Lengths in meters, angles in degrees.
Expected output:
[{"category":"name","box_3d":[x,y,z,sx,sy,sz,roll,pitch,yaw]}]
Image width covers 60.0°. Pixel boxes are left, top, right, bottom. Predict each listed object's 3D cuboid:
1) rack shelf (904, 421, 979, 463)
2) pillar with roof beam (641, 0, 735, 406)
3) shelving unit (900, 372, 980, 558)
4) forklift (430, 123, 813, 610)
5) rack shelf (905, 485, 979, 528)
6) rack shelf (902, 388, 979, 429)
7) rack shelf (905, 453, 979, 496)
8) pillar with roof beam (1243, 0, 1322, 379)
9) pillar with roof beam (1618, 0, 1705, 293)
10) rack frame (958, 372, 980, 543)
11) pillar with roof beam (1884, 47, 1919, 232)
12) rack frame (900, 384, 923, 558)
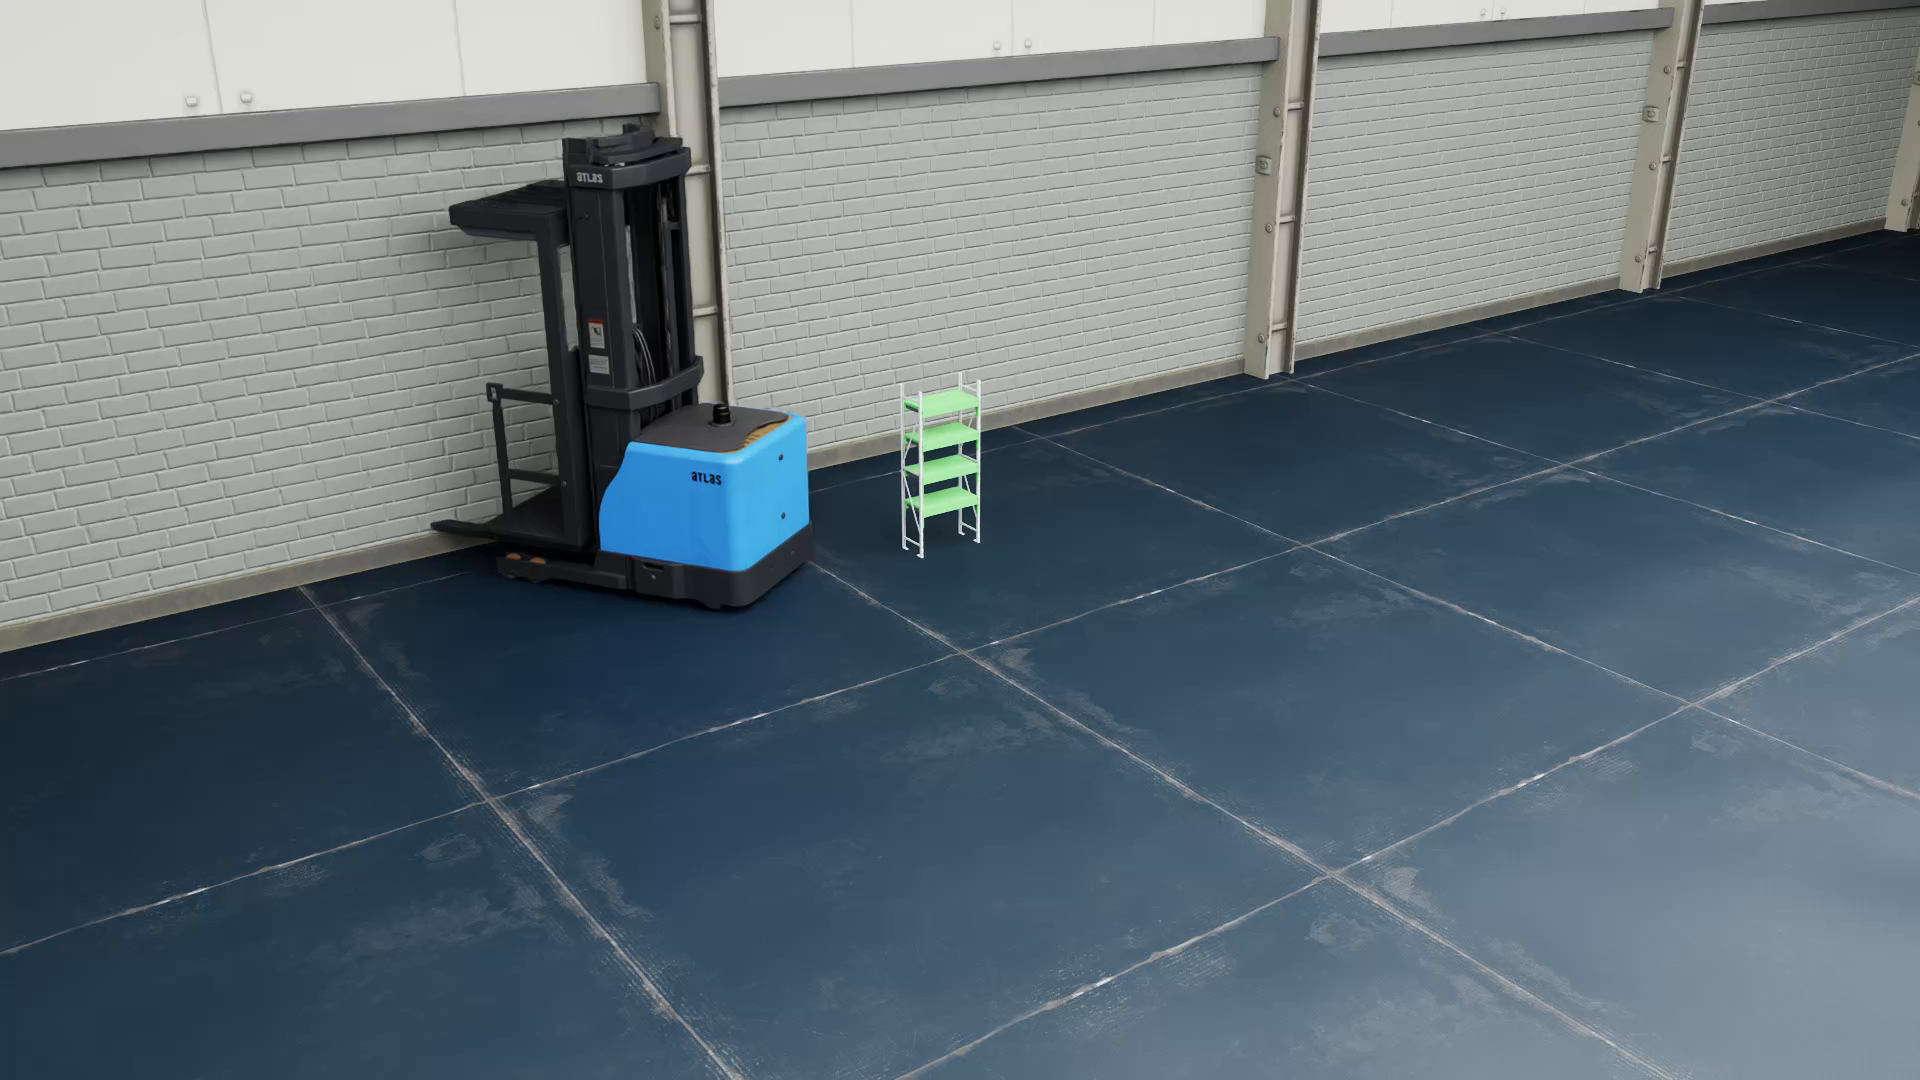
[{"category":"rack shelf","box_3d":[-0.134,-0.685,11.519,0.480,0.148,0.258,-15,26,-33]},{"category":"pillar with roof beam","box_3d":[0.590,-3.191,7.752,0.400,9.000,9.100,-15,26,-33]},{"category":"shelving unit","box_3d":[-0.134,-0.521,11.584,0.503,1.200,0.258,-15,26,-33]},{"category":"forklift","box_3d":[-2.583,-1.245,11.061,3.031,2.935,1.130,8,23,20]},{"category":"rack shelf","box_3d":[-0.134,-0.239,11.697,0.480,0.148,0.258,-15,26,-33]},{"category":"rack shelf","box_3d":[-0.134,-0.908,11.430,0.480,0.148,0.258,-15,26,-33]},{"category":"rack shelf","box_3d":[-0.134,-0.462,11.608,0.480,0.148,0.258,-15,26,-33]},{"category":"pillar with roof beam","box_3d":[5.461,-4.490,11.007,0.400,9.000,9.100,-15,26,-33]},{"category":"pillar with roof beam","box_3d":[10.331,-5.789,14.261,0.400,9.000,9.100,-15,26,-33]},{"category":"rack frame","box_3d":[0.064,-0.574,11.717,0.015,1.200,0.240,-15,26,-33]},{"category":"pillar with roof beam","box_3d":[15.202,-7.088,17.516,0.400,9.000,9.100,-15,26,-33]},{"category":"rack frame","box_3d":[-0.332,-0.469,11.452,0.015,1.200,0.240,-15,26,-33]}]
